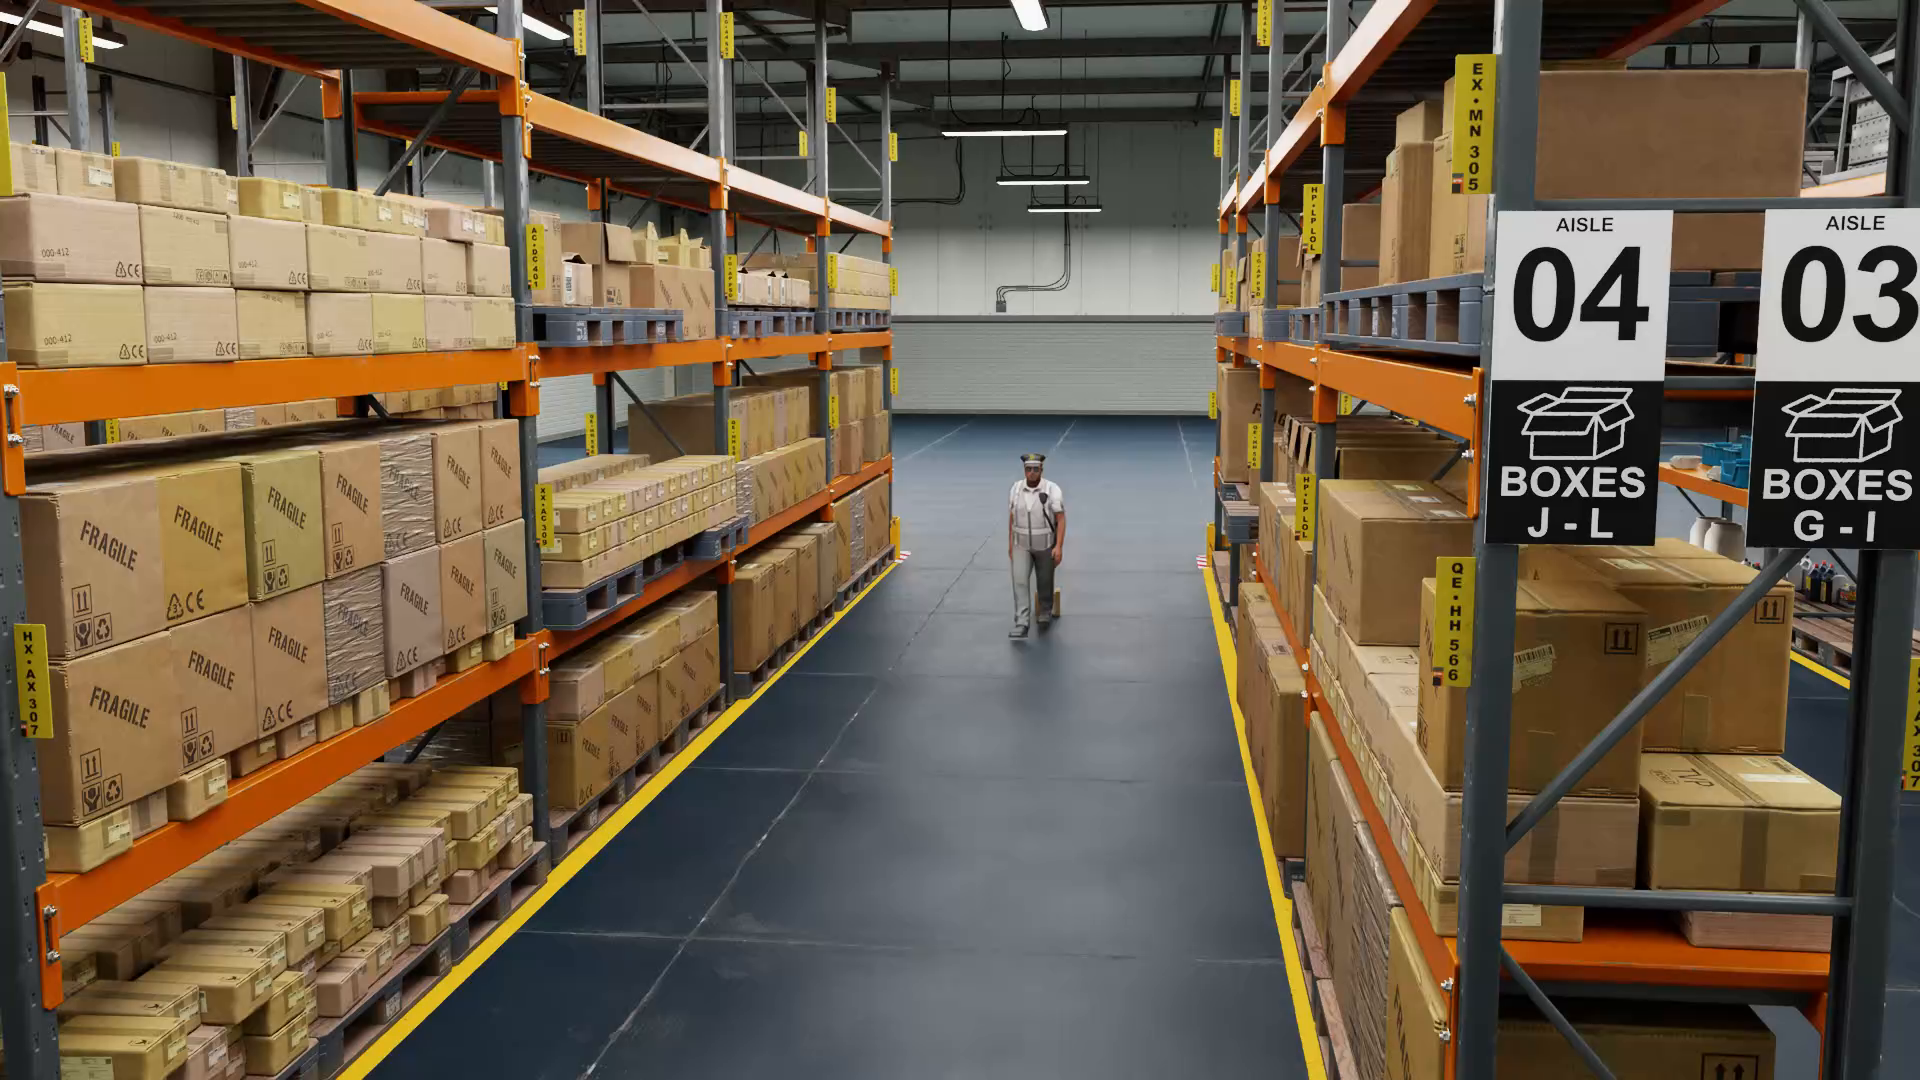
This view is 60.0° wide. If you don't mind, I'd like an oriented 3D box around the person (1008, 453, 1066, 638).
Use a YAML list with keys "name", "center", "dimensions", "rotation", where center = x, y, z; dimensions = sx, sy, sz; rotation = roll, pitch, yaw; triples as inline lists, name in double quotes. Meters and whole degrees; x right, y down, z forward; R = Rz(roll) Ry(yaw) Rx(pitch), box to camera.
- name: "person"
  center: [0.709, 0.028, 15.549]
  dimensions: [0.566, 1.710, 1.077]
  rotation: [1, 8, 10]
